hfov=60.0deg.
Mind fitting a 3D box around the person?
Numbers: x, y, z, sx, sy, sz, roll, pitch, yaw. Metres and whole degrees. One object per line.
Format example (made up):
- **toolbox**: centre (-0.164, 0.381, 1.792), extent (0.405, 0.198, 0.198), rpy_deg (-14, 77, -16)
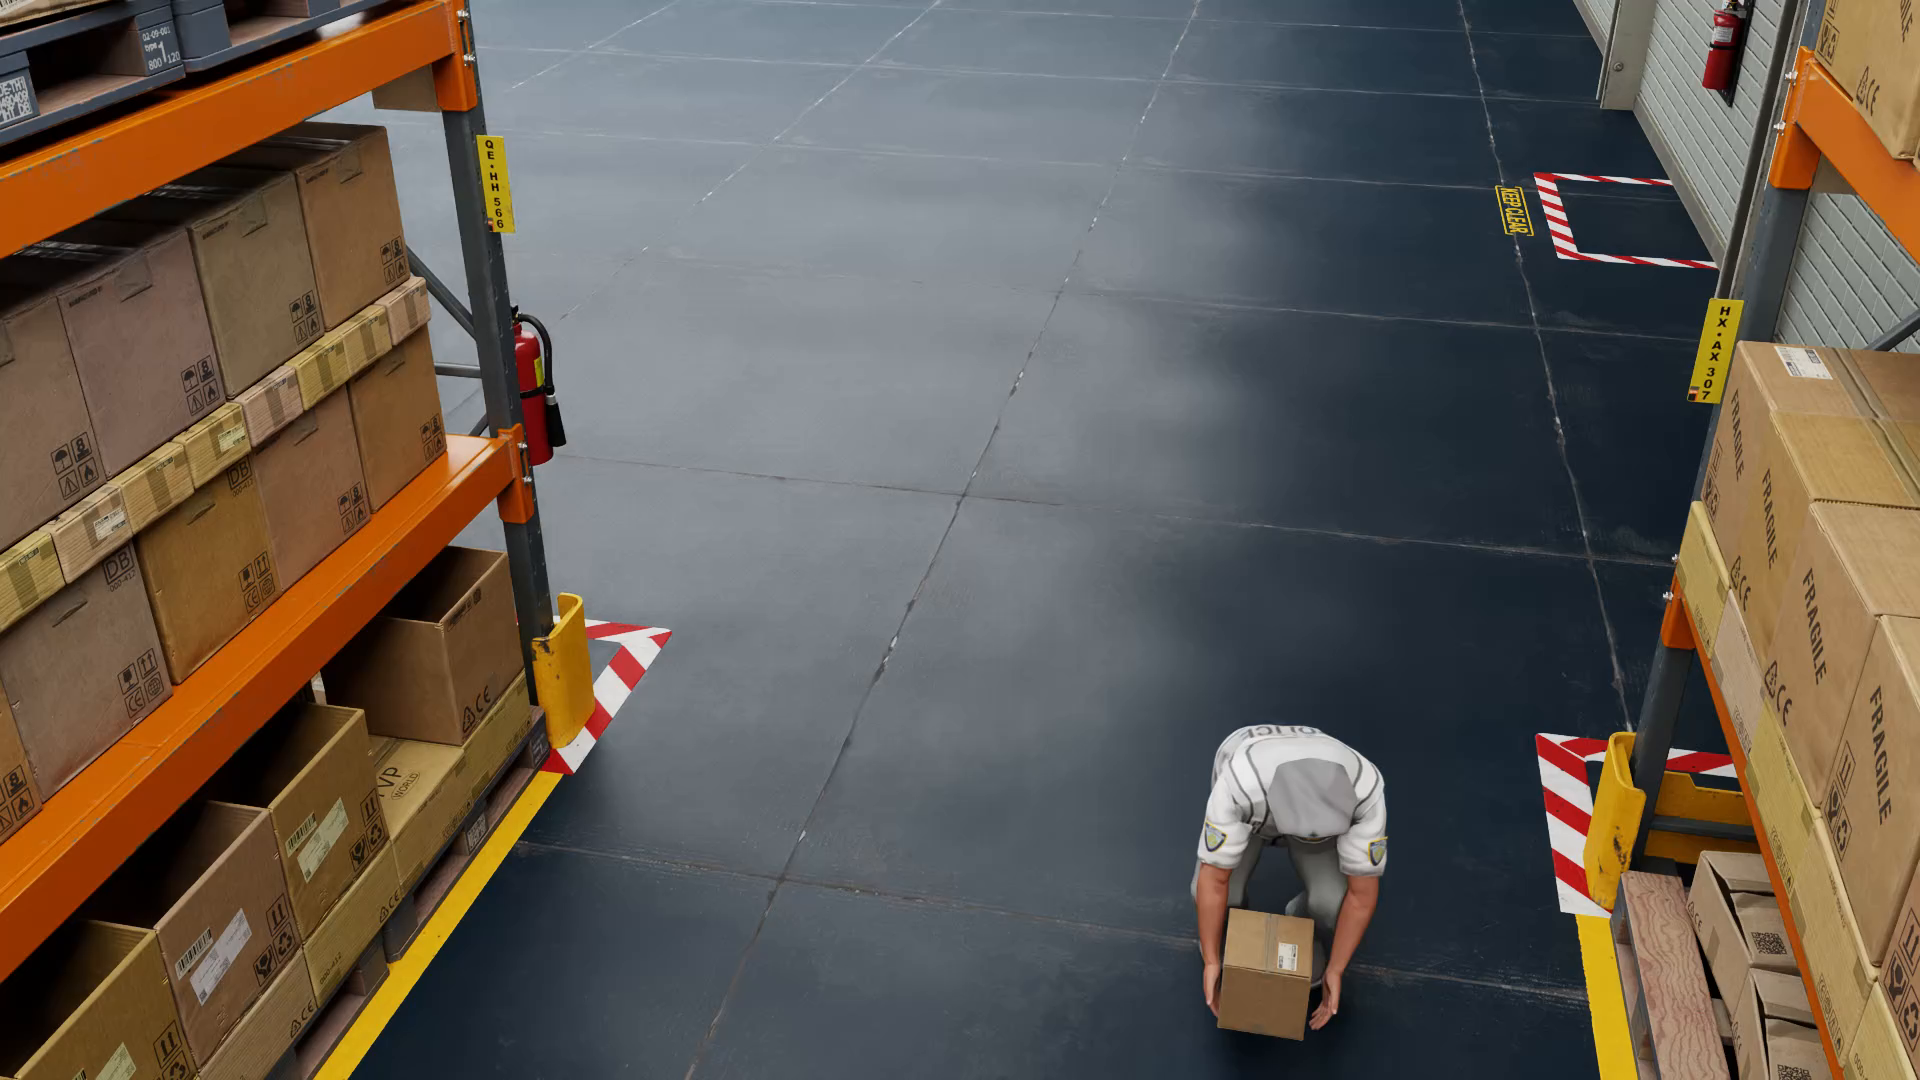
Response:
- **person**: centre (1.010, 0.951, 5.129), extent (0.566, 1.035, 0.890), rpy_deg (6, 29, 10)
